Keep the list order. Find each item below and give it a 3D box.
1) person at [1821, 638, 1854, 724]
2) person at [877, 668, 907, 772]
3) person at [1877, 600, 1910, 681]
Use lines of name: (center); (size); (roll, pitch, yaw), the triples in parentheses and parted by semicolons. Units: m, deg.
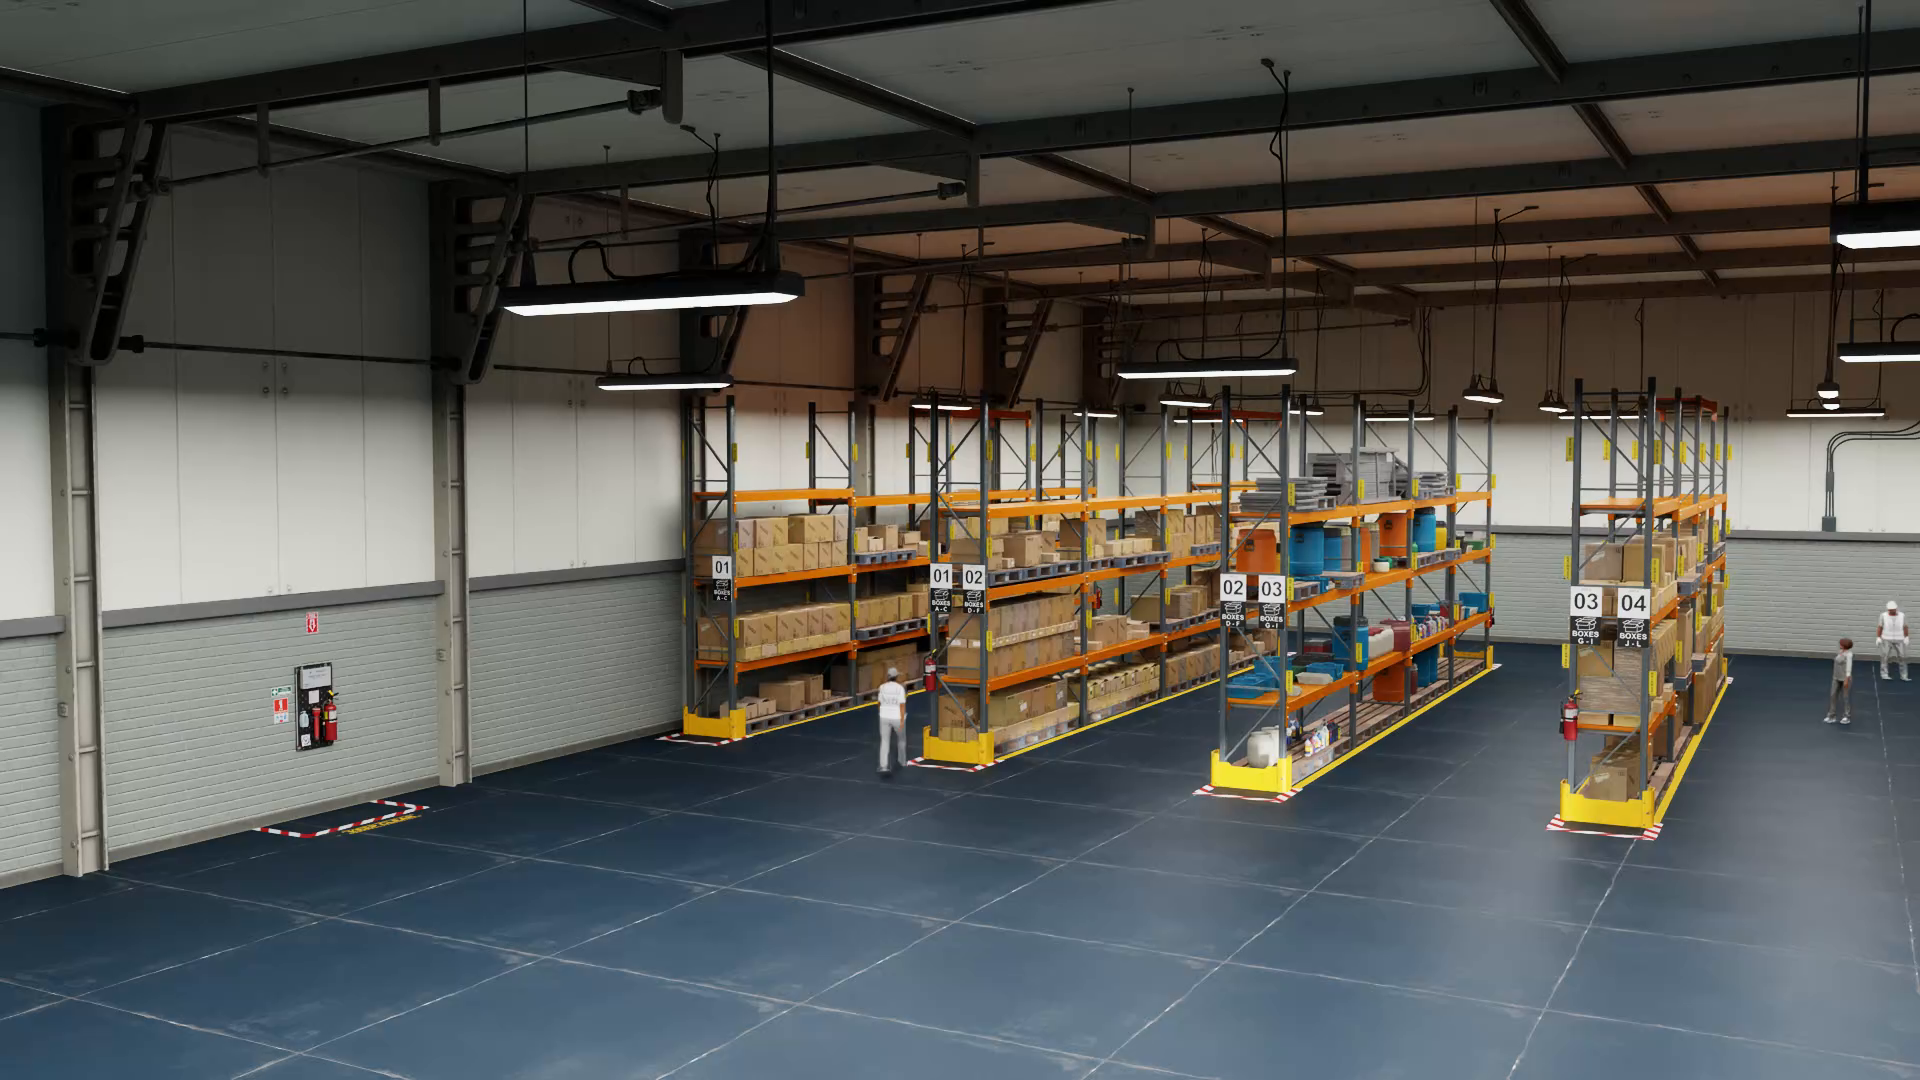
person: (16.261, 2.611, 30.679); (0.513, 1.601, 0.432); (-1, 3, -20)
person: (-1.056, 2.803, 26.141); (0.466, 1.601, 0.996); (0, 3, 6)
person: (20.481, 2.203, 36.475); (0.653, 1.773, 0.461); (1, 3, 26)
